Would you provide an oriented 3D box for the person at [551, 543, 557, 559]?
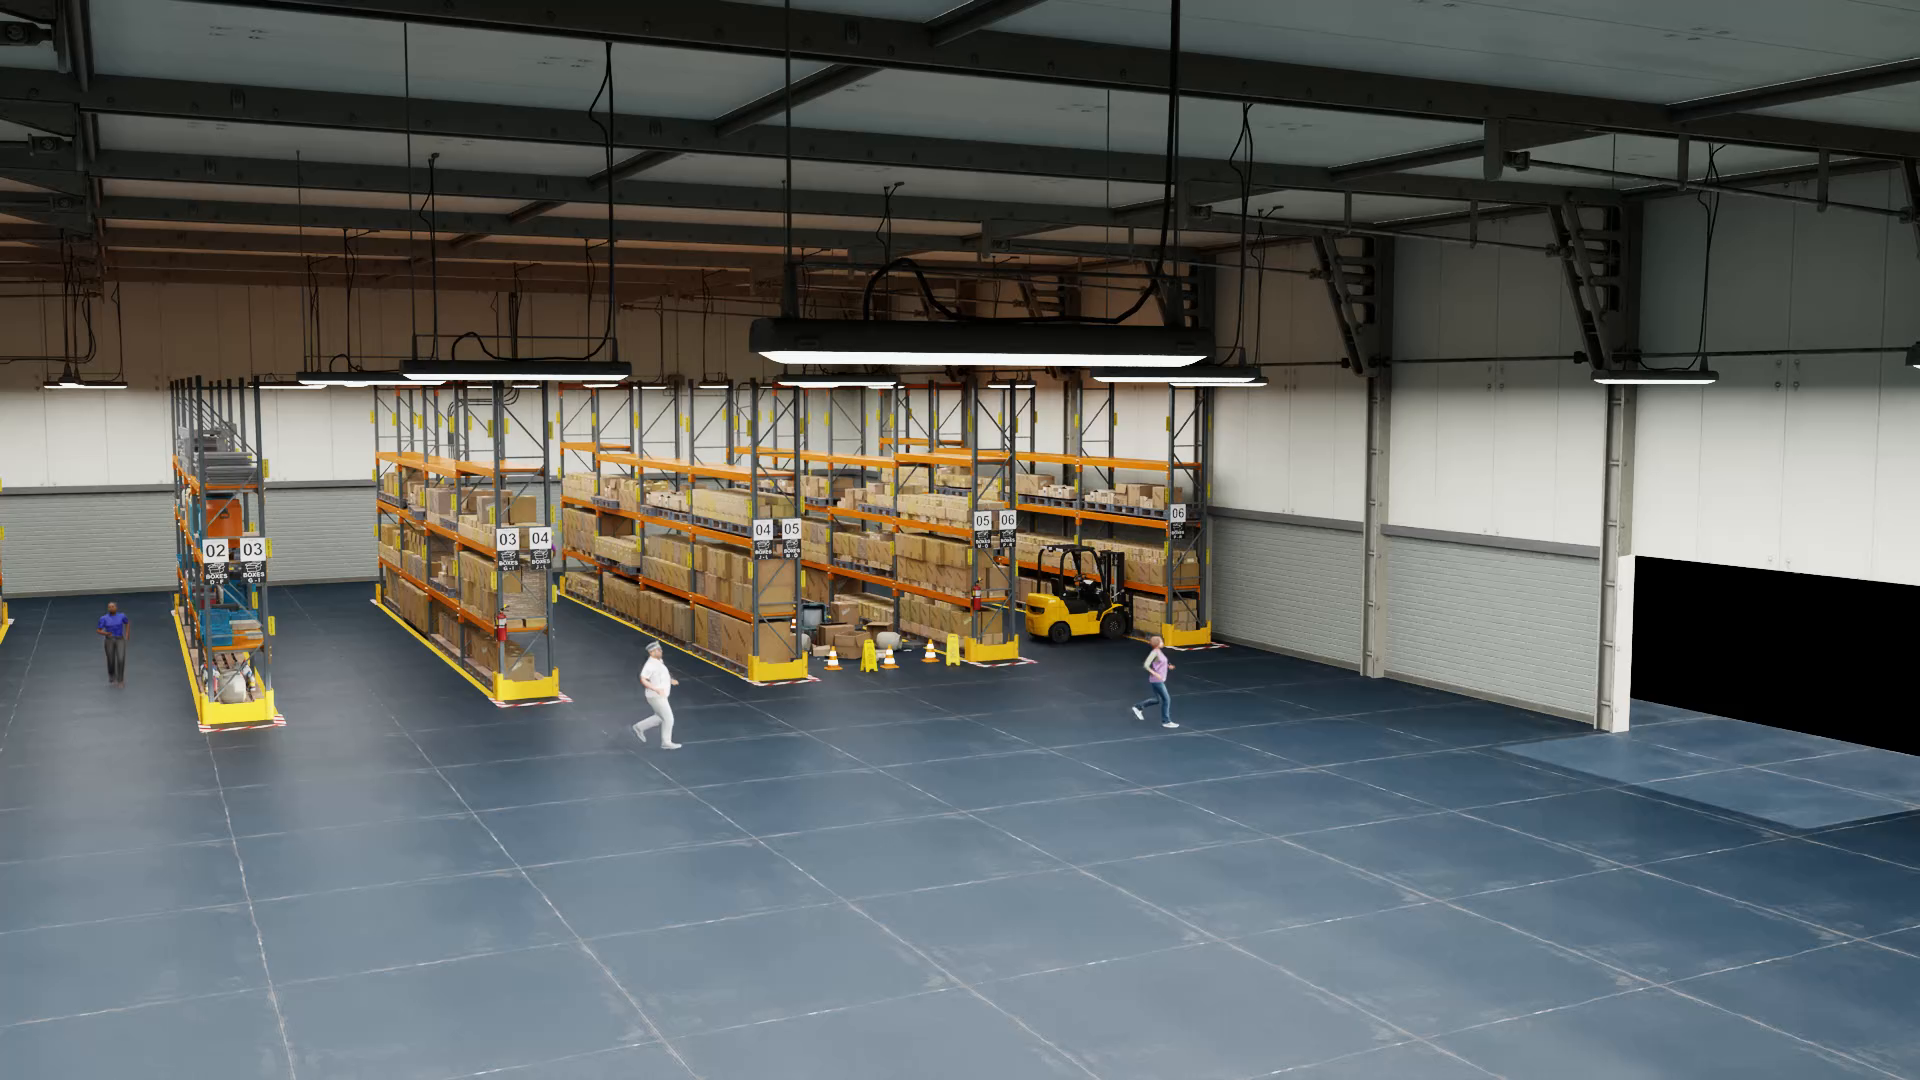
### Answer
[{"bbox_3d":[-12.010,0.607,47.671,0.764,1.728,0.962,3,6,30],"label":"person"}]

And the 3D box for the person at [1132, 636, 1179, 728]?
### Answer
[{"bbox_3d":[3.338,2.410,28.373,0.822,1.571,0.547,1,5,15],"label":"person"}]

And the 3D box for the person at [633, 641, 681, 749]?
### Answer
[{"bbox_3d":[-4.886,2.479,26.678,0.813,1.745,0.674,0,5,3],"label":"person"}]

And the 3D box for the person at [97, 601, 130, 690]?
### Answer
[{"bbox_3d":[-16.417,2.036,32.283,0.587,1.677,0.895,-3,6,-29],"label":"person"}]
